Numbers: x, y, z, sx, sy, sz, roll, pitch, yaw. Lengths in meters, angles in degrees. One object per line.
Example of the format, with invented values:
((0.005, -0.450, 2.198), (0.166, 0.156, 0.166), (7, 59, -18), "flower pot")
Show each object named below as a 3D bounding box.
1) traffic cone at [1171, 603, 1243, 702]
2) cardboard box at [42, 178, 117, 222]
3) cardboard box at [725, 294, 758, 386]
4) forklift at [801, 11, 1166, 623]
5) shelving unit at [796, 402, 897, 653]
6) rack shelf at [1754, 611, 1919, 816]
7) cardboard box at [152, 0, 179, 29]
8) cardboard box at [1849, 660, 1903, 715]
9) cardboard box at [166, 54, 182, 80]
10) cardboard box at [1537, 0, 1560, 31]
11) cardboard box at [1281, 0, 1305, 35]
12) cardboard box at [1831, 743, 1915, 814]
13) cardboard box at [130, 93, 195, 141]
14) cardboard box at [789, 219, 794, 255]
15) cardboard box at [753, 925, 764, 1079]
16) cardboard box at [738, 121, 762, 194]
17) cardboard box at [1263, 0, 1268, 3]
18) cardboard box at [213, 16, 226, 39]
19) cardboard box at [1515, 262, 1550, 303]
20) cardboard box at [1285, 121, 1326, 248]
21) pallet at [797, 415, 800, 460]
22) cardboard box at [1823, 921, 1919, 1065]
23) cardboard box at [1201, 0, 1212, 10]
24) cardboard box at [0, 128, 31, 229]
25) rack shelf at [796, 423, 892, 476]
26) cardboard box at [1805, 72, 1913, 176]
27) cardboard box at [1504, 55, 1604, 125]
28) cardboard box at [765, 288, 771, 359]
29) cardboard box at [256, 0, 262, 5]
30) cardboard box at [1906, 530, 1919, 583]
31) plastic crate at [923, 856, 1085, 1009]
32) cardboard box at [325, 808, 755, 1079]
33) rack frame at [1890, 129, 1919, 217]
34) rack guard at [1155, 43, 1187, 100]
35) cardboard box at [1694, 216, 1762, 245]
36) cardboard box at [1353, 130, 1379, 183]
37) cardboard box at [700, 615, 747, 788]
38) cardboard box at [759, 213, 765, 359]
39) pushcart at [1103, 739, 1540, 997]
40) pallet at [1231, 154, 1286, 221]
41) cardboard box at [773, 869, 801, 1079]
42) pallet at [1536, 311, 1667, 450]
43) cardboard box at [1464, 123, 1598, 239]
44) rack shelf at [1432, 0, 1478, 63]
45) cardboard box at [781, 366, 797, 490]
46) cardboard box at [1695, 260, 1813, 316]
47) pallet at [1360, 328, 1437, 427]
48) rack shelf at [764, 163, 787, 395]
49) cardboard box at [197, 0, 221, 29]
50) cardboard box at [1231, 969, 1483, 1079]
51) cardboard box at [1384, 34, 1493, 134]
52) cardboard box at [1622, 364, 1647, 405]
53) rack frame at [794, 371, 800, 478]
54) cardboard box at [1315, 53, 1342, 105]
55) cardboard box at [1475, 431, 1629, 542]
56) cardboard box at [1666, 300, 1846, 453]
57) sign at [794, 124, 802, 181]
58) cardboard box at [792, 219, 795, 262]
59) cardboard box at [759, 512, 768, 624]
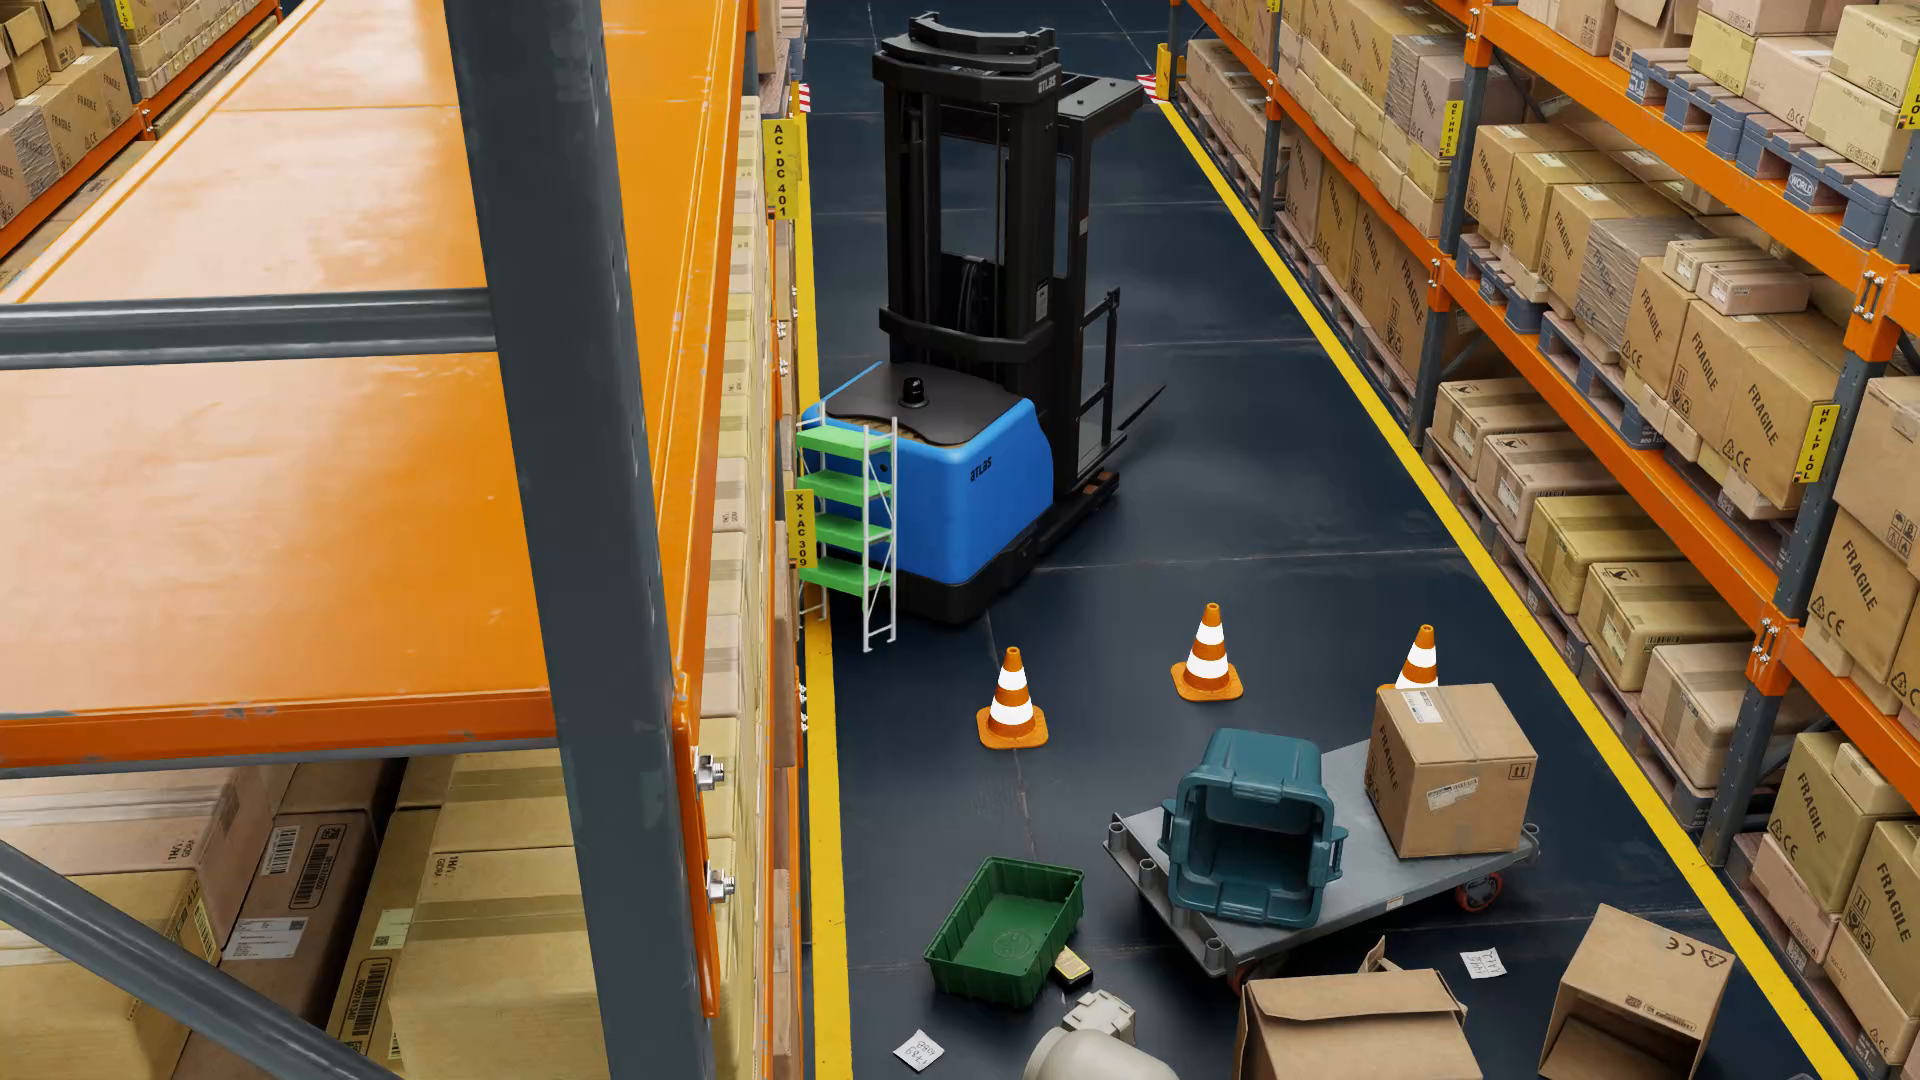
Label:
((1.265, 0.529, 8.413), (0.336, 0.463, 0.334), (-3, 31, -5), "traffic cone")
((-6.653, -1.989, 11.818), (1.225, 0.875, 0.875), (-4, 31, -6), "cardboard box")
((-0.628, -0.403, 3.536), (0.380, 0.149, 0.250), (-2, 31, -4), "cardboard box")
((0.319, -1.536, 9.464), (1.130, 2.935, 3.031), (17, 35, 26), "forklift")
((-0.600, -0.070, 8.607), (0.503, 1.200, 0.258), (14, 22, 35), "shelving unit")
((3.984, 1.436, 5.122), (1.077, 0.370, 4.000), (-3, 31, -5), "rack shelf")
((-6.645, -4.397, 13.312), (0.500, 0.500, 0.500), (-3, 31, -5), "cardboard box")
((3.583, 0.517, 6.205), (0.380, 0.149, 0.250), (-2, 31, -3), "cardboard box")
((-6.563, -3.831, 13.484), (0.380, 0.149, 0.250), (-2, 31, -3), "cardboard box")
((3.308, -2.867, 8.830), (0.396, 0.266, 0.258), (-3, 31, -5), "cardboard box")
((2.805, -4.212, 12.804), (0.500, 0.500, 0.500), (-2, 31, -4), "cardboard box")
((3.536, 0.887, 6.248), (0.380, 0.149, 0.250), (-2, 31, -4), "cardboard box")
((-6.799, -3.112, 13.698), (0.875, 0.875, 0.875), (-3, 31, -5), "cardboard box")
((-1.449, -2.218, 11.835), (0.500, 0.250, 0.500), (-4, 31, -7), "cardboard box")
((-0.485, 0.714, 2.443), (0.380, 0.149, 0.250), (-2, 31, -4), "cardboard box")
((-0.746, -1.050, 4.618), (0.380, 0.149, 0.250), (-3, 31, -5), "cardboard box")
((2.731, -4.678, 13.584), (0.500, 0.500, 0.500), (-3, 31, -5), "cardboard box")
((-6.687, -4.491, 14.589), (0.380, 0.149, 0.250), (-2, 31, -4), "cardboard box")
((3.247, -1.404, 9.011), (0.380, 0.149, 0.250), (-3, 31, -4), "cardboard box")
((3.188, -2.933, 13.399), (0.875, 0.875, 0.875), (-2, 31, -3), "cardboard box")
((-1.567, -0.849, 10.966), (1.003, 0.211, 1.213), (-3, 31, -5), "pallet")
((3.645, 1.693, 6.263), (0.500, 0.250, 0.500), (-1, 31, -2), "cardboard box")
((2.540, -5.287, 15.579), (0.500, 0.500, 0.500), (-3, 31, -5), "cardboard box")
((-6.319, -2.290, 10.561), (0.500, 0.500, 0.500), (-3, 31, -5), "cardboard box")
((-0.593, -0.466, 8.479), (0.480, 0.148, 0.258), (14, 22, 35), "rack shelf")
((3.599, -1.588, 6.296), (0.500, 0.250, 0.500), (-3, 31, -6), "cardboard box")
((3.621, -2.671, 10.225), (0.500, 0.500, 0.500), (-4, 31, -6), "cardboard box")
((-0.720, -0.577, 4.604), (0.380, 0.149, 0.250), (-2, 31, -4), "cardboard box")
((-6.803, -5.139, 15.674), (0.380, 0.149, 0.250), (-2, 31, -4), "cardboard box")
((3.649, 0.003, 5.457), (0.700, 0.500, 0.500), (-3, 31, -4), "cardboard box")
((0.199, 1.604, 6.827), (0.450, 0.188, 0.662), (4, 30, 26), "plastic crate")
((-0.537, 0.604, 2.237), (0.500, 0.250, 0.500), (-3, 31, -5), "cardboard box")
((3.797, -2.469, 5.109), (1.000, 3.000, 0.127), (-3, 31, -5), "rack frame")
((2.674, -4.959, 17.566), (1.175, 0.500, 0.348), (-3, 31, -5), "rack guard")
((3.901, -1.268, 8.151), (0.500, 0.500, 0.500), (-4, 31, -7), "cardboard box")
((3.024, -2.635, 11.383), (0.500, 0.250, 0.500), (-3, 31, -5), "cardboard box")
((-0.509, 0.248, 2.446), (0.380, 0.149, 0.250), (-3, 31, -5), "cardboard box")
((-0.773, -0.682, 4.391), (0.500, 0.250, 0.500), (-3, 31, -5), "cardboard box")
((1.532, 1.367, 7.094), (1.648, 0.377, 0.936), (-14, 33, -22), "pushcart")
((3.057, -3.173, 14.857), (1.003, 0.211, 1.213), (-3, 31, -5), "pallet")
((-0.804, 1.149, 3.702), (0.875, 0.550, 0.550), (-3, 31, -5), "cardboard box")
((3.649, -0.845, 8.427), (1.003, 0.211, 1.213), (-3, 31, -5), "pallet")
((3.235, -2.046, 9.453), (0.500, 0.500, 0.500), (-4, 31, -6), "cardboard box")
((3.237, -3.936, 11.191), (1.077, 0.370, 4.000), (-3, 31, -5), "rack shelf")
((-0.995, -0.442, 7.468), (0.500, 0.500, 0.500), (-3, 31, -5), "cardboard box")
((3.452, -1.099, 7.236), (0.380, 0.149, 0.250), (-4, 31, -6), "cardboard box")
((3.425, -1.145, 11.461), (1.003, 0.211, 1.213), (-3, 31, -5), "pallet")
((-1.308, -1.605, 7.289), (1.077, 0.370, 4.000), (-3, 31, -5), "rack shelf")
((-6.734, -4.589, 14.365), (0.500, 0.250, 0.500), (-3, 31, -4), "cardboard box")
((1.391, 1.910, 5.930), (0.797, 0.637, 0.503), (-3, 31, -5), "cardboard box")
((3.059, -2.921, 10.643), (0.500, 0.500, 0.500), (-2, 31, -4), "cardboard box")
((3.394, -0.737, 7.895), (0.380, 0.149, 0.250), (-3, 31, -5), "cardboard box")
((-1.495, -1.647, 9.583), (1.000, 3.000, 0.127), (-3, 31, -5), "rack frame")
((2.908, -3.366, 12.120), (0.500, 0.250, 0.500), (-2, 31, -4), "cardboard box")
((3.544, -0.323, 9.519), (0.950, 0.372, 0.625), (-3, 31, -6), "cardboard box")
((3.478, -0.722, 7.238), (0.500, 0.500, 0.500), (-3, 31, -4), "cardboard box")
((-0.943, -2.172, 9.333), (0.100, 0.325, 0.005), (-3, 31, -5), "sign")
((-1.549, -2.431, 12.923), (0.500, 0.500, 0.500), (-3, 31, -6), "cardboard box")
((-0.603, 0.070, 3.522), (0.380, 0.149, 0.250), (-2, 31, -4), "cardboard box")
